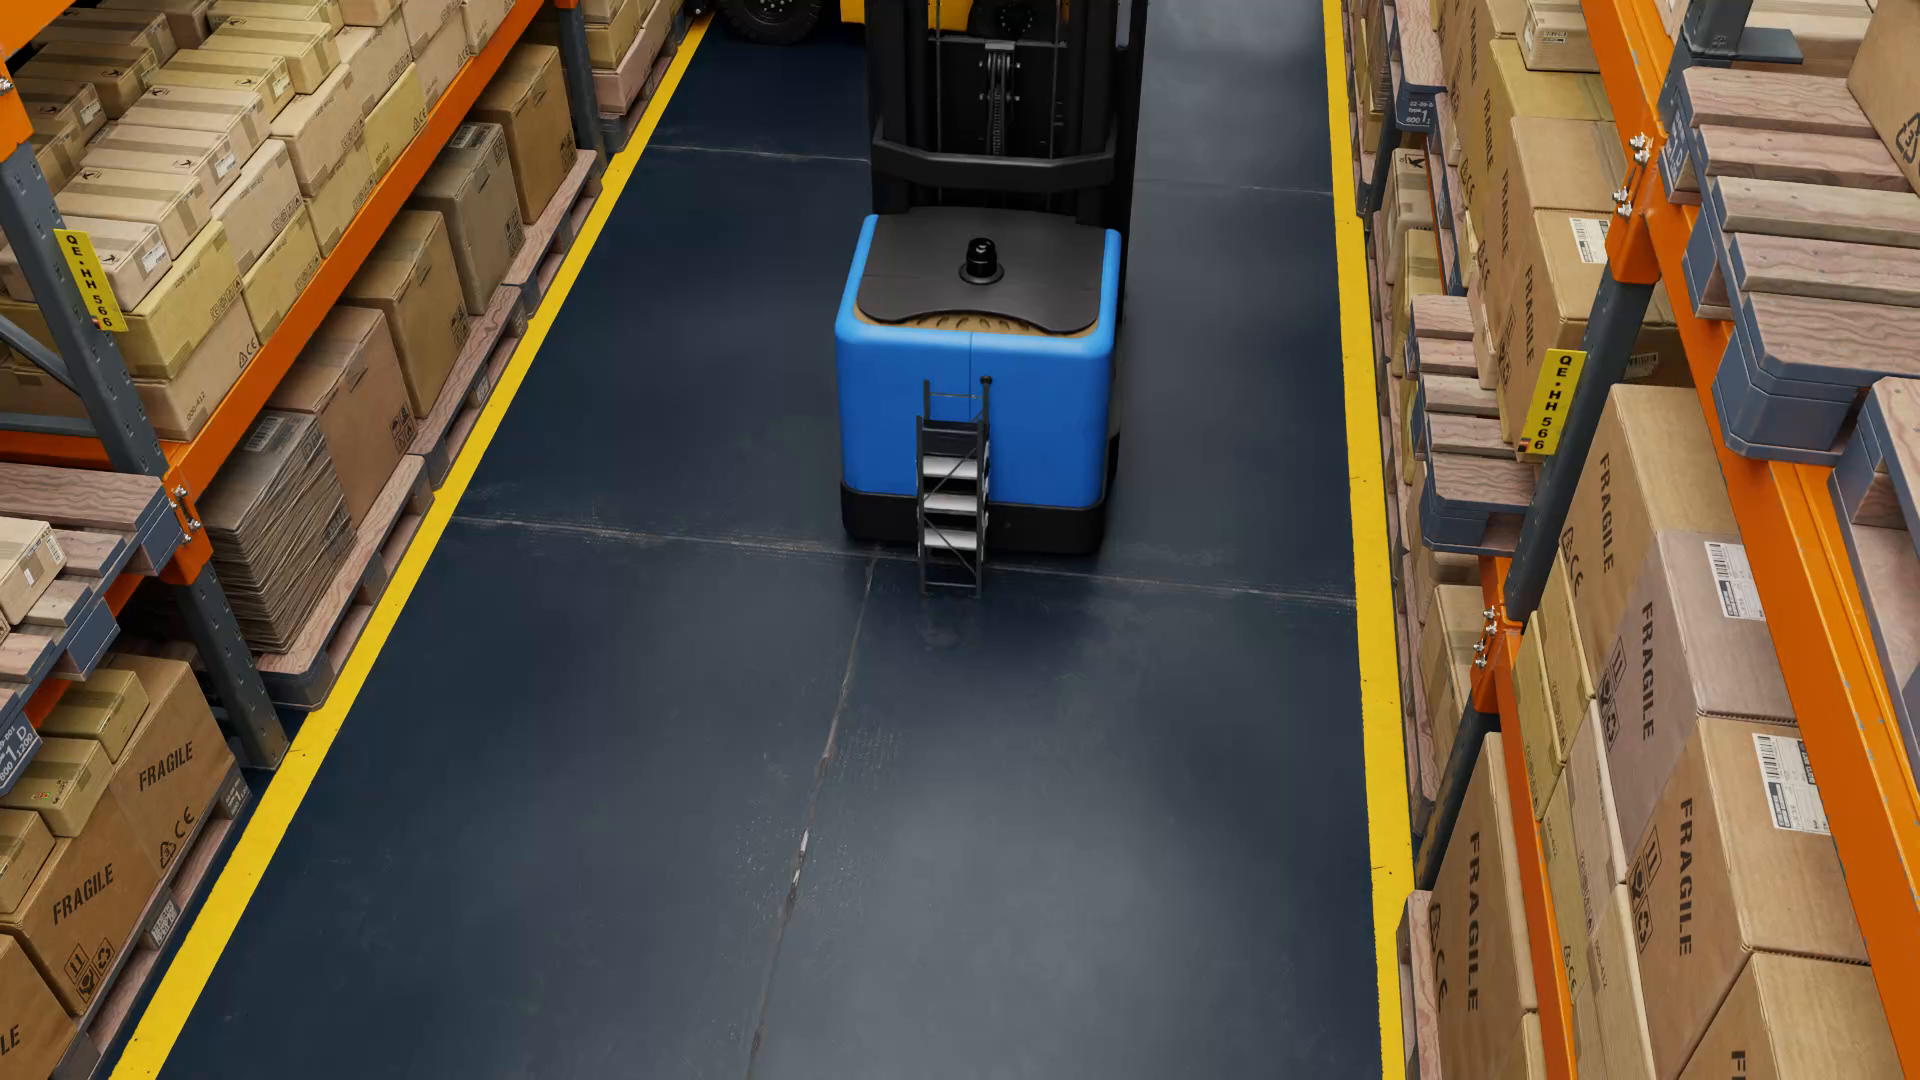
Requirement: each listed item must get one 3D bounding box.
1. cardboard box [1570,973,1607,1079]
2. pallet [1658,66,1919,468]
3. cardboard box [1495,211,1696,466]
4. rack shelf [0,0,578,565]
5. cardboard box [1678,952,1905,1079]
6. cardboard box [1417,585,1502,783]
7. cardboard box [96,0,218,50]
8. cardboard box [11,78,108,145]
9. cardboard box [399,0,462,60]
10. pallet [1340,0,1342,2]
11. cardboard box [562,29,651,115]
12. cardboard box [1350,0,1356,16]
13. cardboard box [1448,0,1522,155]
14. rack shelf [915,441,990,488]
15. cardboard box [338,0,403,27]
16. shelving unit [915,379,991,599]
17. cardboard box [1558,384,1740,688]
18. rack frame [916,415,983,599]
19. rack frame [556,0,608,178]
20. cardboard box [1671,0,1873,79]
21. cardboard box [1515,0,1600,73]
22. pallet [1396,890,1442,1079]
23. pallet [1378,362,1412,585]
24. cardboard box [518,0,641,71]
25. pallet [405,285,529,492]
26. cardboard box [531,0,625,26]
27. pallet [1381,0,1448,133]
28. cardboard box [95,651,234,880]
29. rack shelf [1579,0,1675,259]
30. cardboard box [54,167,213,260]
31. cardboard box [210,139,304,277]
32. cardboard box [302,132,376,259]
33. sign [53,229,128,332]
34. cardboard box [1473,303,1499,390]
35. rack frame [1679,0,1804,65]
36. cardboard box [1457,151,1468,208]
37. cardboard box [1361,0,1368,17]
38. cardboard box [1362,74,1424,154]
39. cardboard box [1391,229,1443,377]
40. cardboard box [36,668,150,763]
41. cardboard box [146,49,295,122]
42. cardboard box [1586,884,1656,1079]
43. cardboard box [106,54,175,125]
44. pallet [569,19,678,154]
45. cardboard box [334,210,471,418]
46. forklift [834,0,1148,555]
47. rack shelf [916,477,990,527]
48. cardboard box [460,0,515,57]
[{"bbox_3d":[1.575,1.168,3.444,0.500,0.250,0.500,7,44,7],"label":"cardboard box"},{"bbox_3d":[1.982,-0.483,3.034,1.213,0.211,1.003,7,44,7],"label":"pallet"},{"bbox_3d":[1.799,-0.538,4.542,0.500,0.500,0.500,4,44,4],"label":"cardboard box"},{"bbox_3d":[-2.641,-1.456,6.630,1.077,0.370,4.000,5,44,6],"label":"rack shelf"},{"bbox_3d":[1.498,1.042,2.668,0.500,0.500,0.500,6,44,6],"label":"cardboard box"},{"bbox_3d":[2.100,0.512,5.634,0.950,0.372,0.625,3,43,3],"label":"cardboard box"},{"bbox_3d":[-2.879,-1.915,6.046,0.380,0.149,0.250,6,44,7],"label":"cardboard box"},{"bbox_3d":[-3.081,-1.400,5.502,0.380,0.149,0.250,4,44,5],"label":"cardboard box"},{"bbox_3d":[-2.323,-2.151,6.585,0.500,0.250,0.500,6,44,6],"label":"cardboard box"},{"bbox_3d":[2.920,-3.743,10.550,1.003,0.211,1.213,5,44,6],"label":"pallet"},{"bbox_3d":[-1.985,-2.534,8.939,0.500,0.250,0.500,6,44,6],"label":"cardboard box"},{"bbox_3d":[2.557,-3.267,9.713,0.500,0.250,0.500,8,44,8],"label":"cardboard box"},{"bbox_3d":[1.996,-1.607,5.671,0.500,0.500,0.500,4,44,4],"label":"cardboard box"},{"bbox_3d":[-0.025,-0.284,6.182,0.258,0.077,0.200,4,44,5],"label":"rack shelf"},{"bbox_3d":[-2.300,-2.038,6.176,0.380,0.149,0.250,4,44,4],"label":"cardboard box"},{"bbox_3d":[-0.025,-0.178,6.283,0.258,0.900,0.210,4,44,5],"label":"shelving unit"},{"bbox_3d":[1.707,0.009,3.759,0.500,0.500,0.500,4,44,4],"label":"cardboard box"},{"bbox_3d":[-0.036,-0.108,6.210,0.240,0.900,0.006,4,44,5],"label":"rack frame"},{"bbox_3d":[-2.377,-3.081,7.822,1.000,3.000,0.127,5,44,6],"label":"rack frame"},{"bbox_3d":[1.848,-1.138,3.771,0.380,0.149,0.250,5,44,6],"label":"cardboard box"},{"bbox_3d":[1.952,-1.579,5.169,0.380,0.149,0.250,3,44,4],"label":"cardboard box"},{"bbox_3d":[1.836,1.637,4.867,1.003,0.211,1.213,5,44,6],"label":"pallet"},{"bbox_3d":[2.283,-0.255,6.866,1.003,0.211,1.213,5,44,6],"label":"pallet"},{"bbox_3d":[-2.007,-2.718,8.769,0.500,0.250,0.500,5,44,5],"label":"cardboard box"},{"bbox_3d":[-2.594,-0.729,7.366,1.003,0.211,1.213,5,44,6],"label":"pallet"},{"bbox_3d":[-2.002,-2.899,8.597,0.500,0.250,0.500,5,44,5],"label":"cardboard box"},{"bbox_3d":[2.299,-2.055,6.878,1.003,0.211,1.213,5,44,6],"label":"pallet"},{"bbox_3d":[-2.748,0.708,5.333,0.500,0.500,0.500,6,44,7],"label":"cardboard box"},{"bbox_3d":[2.279,-2.097,5.124,1.077,0.370,4.000,5,44,6],"label":"rack shelf"},{"bbox_3d":[-2.538,-0.999,5.079,0.380,0.149,0.250,6,44,6],"label":"cardboard box"},{"bbox_3d":[-2.537,-1.103,5.479,0.500,0.250,0.500,7,44,7],"label":"cardboard box"},{"bbox_3d":[-2.472,-1.274,6.023,0.500,0.250,0.500,4,44,4],"label":"cardboard box"},{"bbox_3d":[-2.367,-0.703,4.527,0.100,0.325,0.005,5,44,6],"label":"sign"},{"bbox_3d":[1.778,-0.577,5.055,0.380,0.149,0.250,5,44,5],"label":"cardboard box"},{"bbox_3d":[2.015,-2.084,2.406,1.000,3.000,0.127,5,44,6],"label":"rack frame"},{"bbox_3d":[1.951,-1.275,5.792,0.380,0.149,0.250,4,44,4],"label":"cardboard box"},{"bbox_3d":[2.488,-3.181,9.076,0.500,0.500,0.500,7,44,8],"label":"cardboard box"},{"bbox_3d":[2.356,-2.213,8.600,0.500,0.250,0.500,7,44,7],"label":"cardboard box"},{"bbox_3d":[2.385,-0.982,7.212,0.950,0.372,0.625,8,44,8],"label":"cardboard box"},{"bbox_3d":[-2.720,0.525,5.055,0.380,0.149,0.250,3,44,3],"label":"cardboard box"},{"bbox_3d":[-2.503,-1.530,5.639,0.380,0.149,0.250,6,44,6],"label":"cardboard box"},{"bbox_3d":[1.556,0.981,3.278,0.500,0.250,0.500,5,44,5],"label":"cardboard box"},{"bbox_3d":[-2.987,-1.503,5.901,0.500,0.250,0.500,5,44,5],"label":"cardboard box"},{"bbox_3d":[-2.230,-2.606,9.349,1.003,0.211,1.213,5,44,6],"label":"pallet"},{"bbox_3d":[-2.642,-0.973,7.018,0.875,0.625,0.625,4,44,4],"label":"cardboard box"},{"bbox_3d":[0.203,-2.021,6.752,1.130,2.935,3.031,4,44,5],"label":"forklift"},{"bbox_3d":[-0.025,-0.154,6.306,0.258,0.077,0.200,4,44,5],"label":"rack shelf"},{"bbox_3d":[-2.245,-2.316,7.123,0.500,0.250,0.500,5,44,5],"label":"cardboard box"}]
